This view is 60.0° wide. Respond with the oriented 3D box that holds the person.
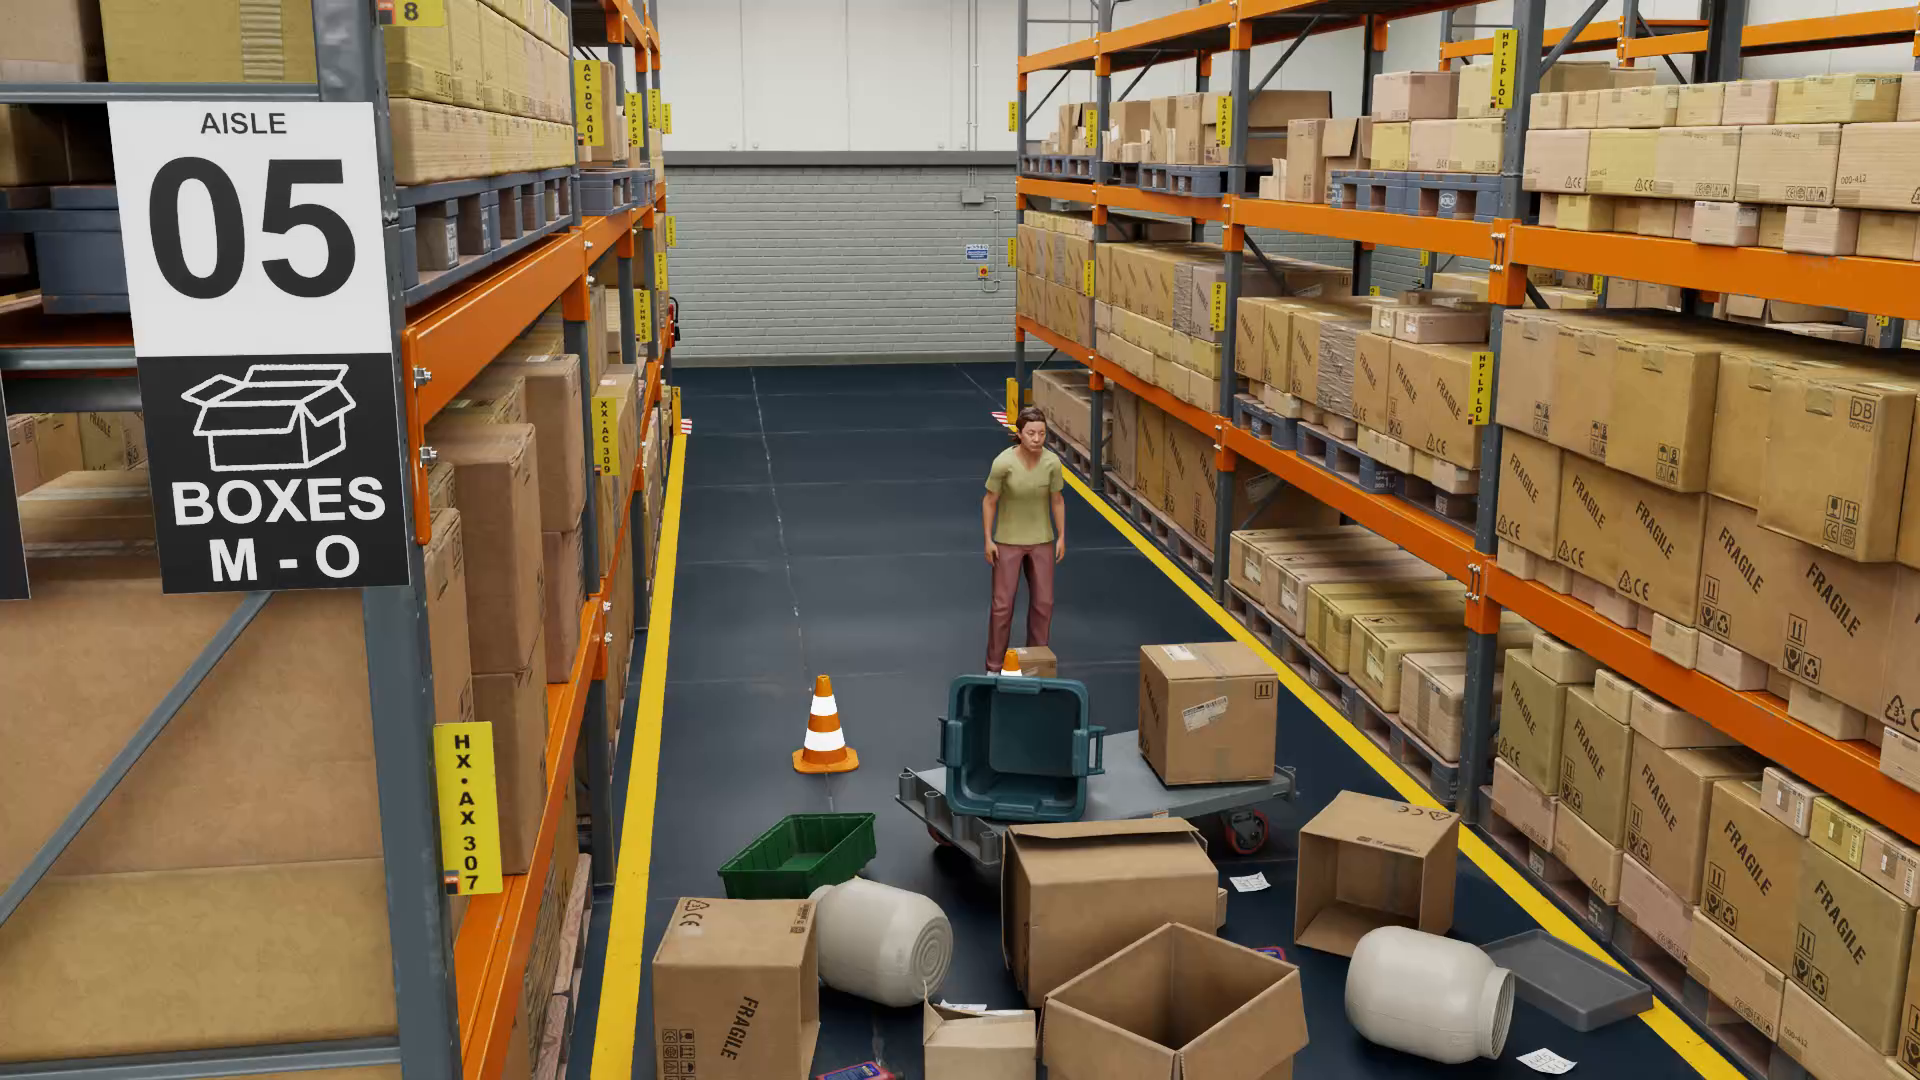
[{"bbox_3d":[0.382,0.035,9.840,0.521,1.672,0.355,-3,14,-12],"label":"person"}]
